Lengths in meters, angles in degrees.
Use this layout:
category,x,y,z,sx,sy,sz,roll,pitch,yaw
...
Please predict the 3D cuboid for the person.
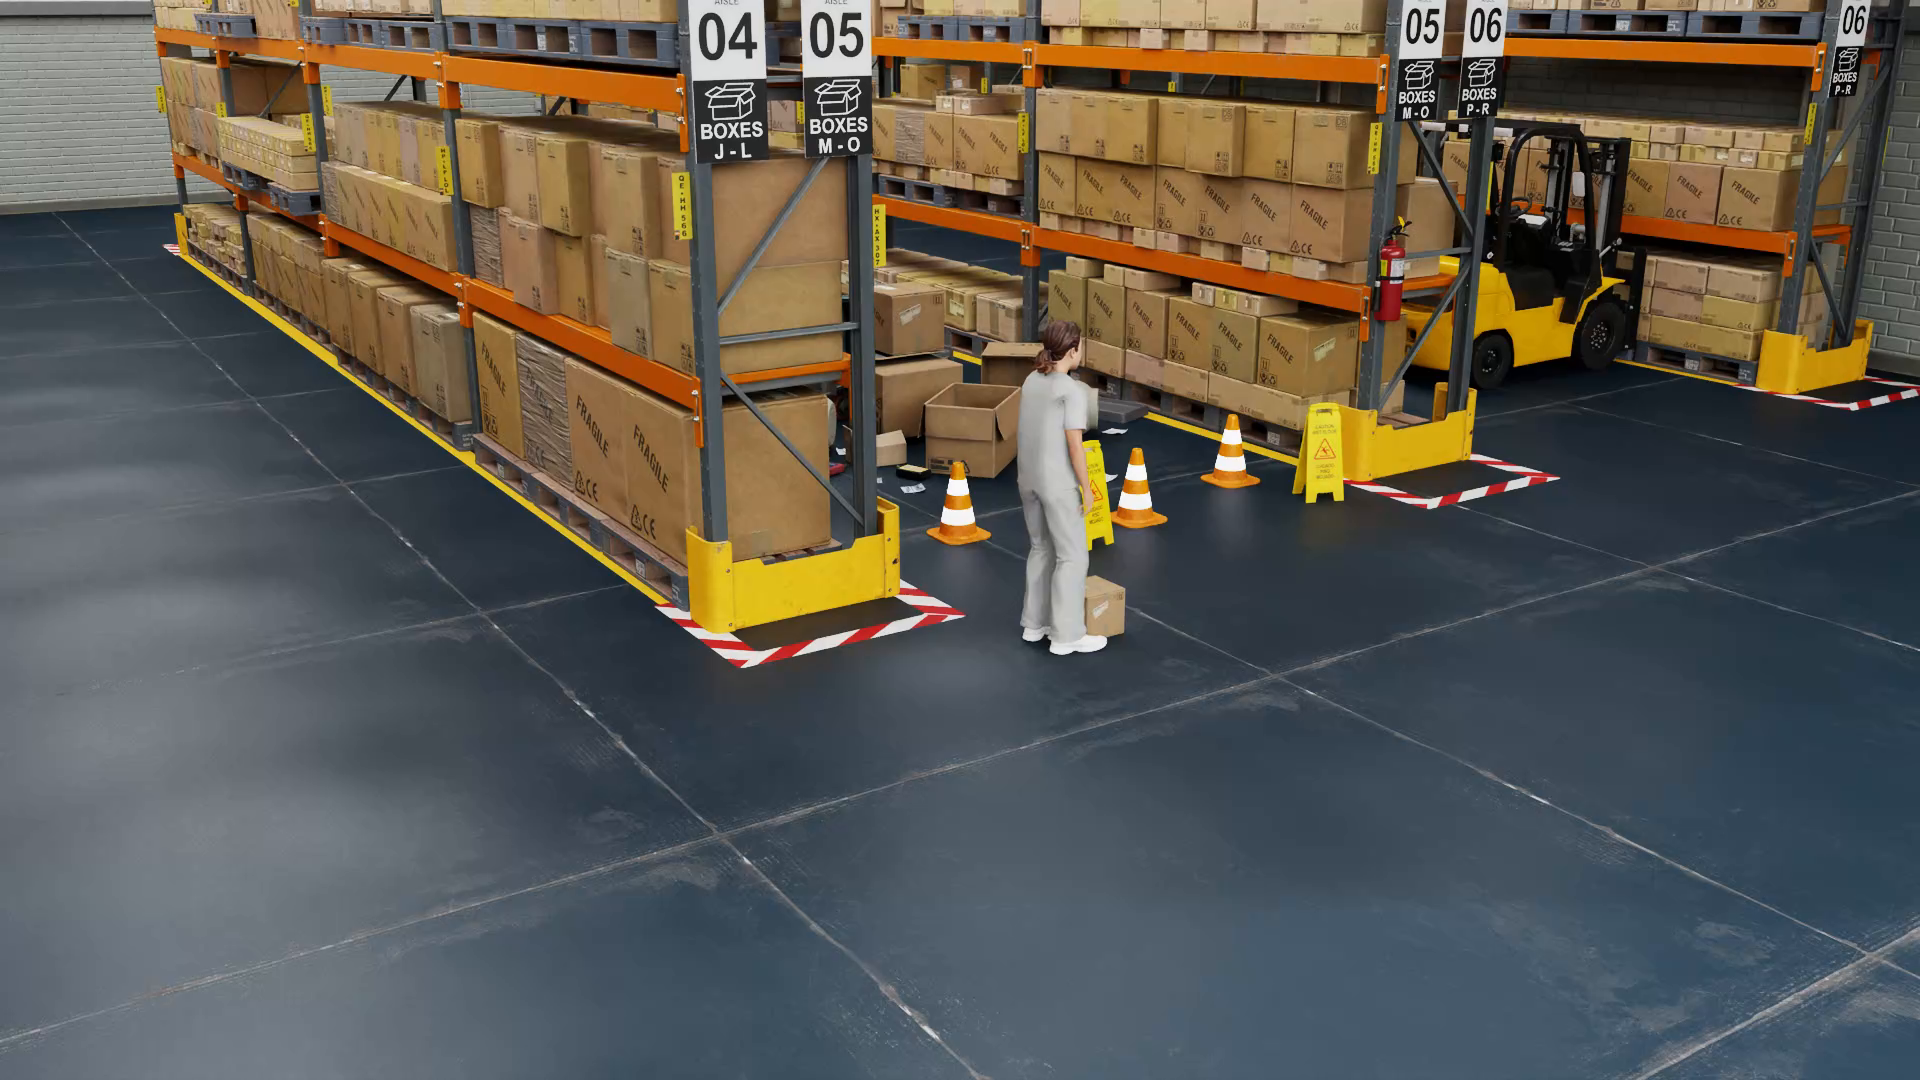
category,x,y,z,sx,sy,sz,roll,pitch,yaw
person,0.484,-0.271,8.386,0.357,1.671,0.514,-13,22,-35
